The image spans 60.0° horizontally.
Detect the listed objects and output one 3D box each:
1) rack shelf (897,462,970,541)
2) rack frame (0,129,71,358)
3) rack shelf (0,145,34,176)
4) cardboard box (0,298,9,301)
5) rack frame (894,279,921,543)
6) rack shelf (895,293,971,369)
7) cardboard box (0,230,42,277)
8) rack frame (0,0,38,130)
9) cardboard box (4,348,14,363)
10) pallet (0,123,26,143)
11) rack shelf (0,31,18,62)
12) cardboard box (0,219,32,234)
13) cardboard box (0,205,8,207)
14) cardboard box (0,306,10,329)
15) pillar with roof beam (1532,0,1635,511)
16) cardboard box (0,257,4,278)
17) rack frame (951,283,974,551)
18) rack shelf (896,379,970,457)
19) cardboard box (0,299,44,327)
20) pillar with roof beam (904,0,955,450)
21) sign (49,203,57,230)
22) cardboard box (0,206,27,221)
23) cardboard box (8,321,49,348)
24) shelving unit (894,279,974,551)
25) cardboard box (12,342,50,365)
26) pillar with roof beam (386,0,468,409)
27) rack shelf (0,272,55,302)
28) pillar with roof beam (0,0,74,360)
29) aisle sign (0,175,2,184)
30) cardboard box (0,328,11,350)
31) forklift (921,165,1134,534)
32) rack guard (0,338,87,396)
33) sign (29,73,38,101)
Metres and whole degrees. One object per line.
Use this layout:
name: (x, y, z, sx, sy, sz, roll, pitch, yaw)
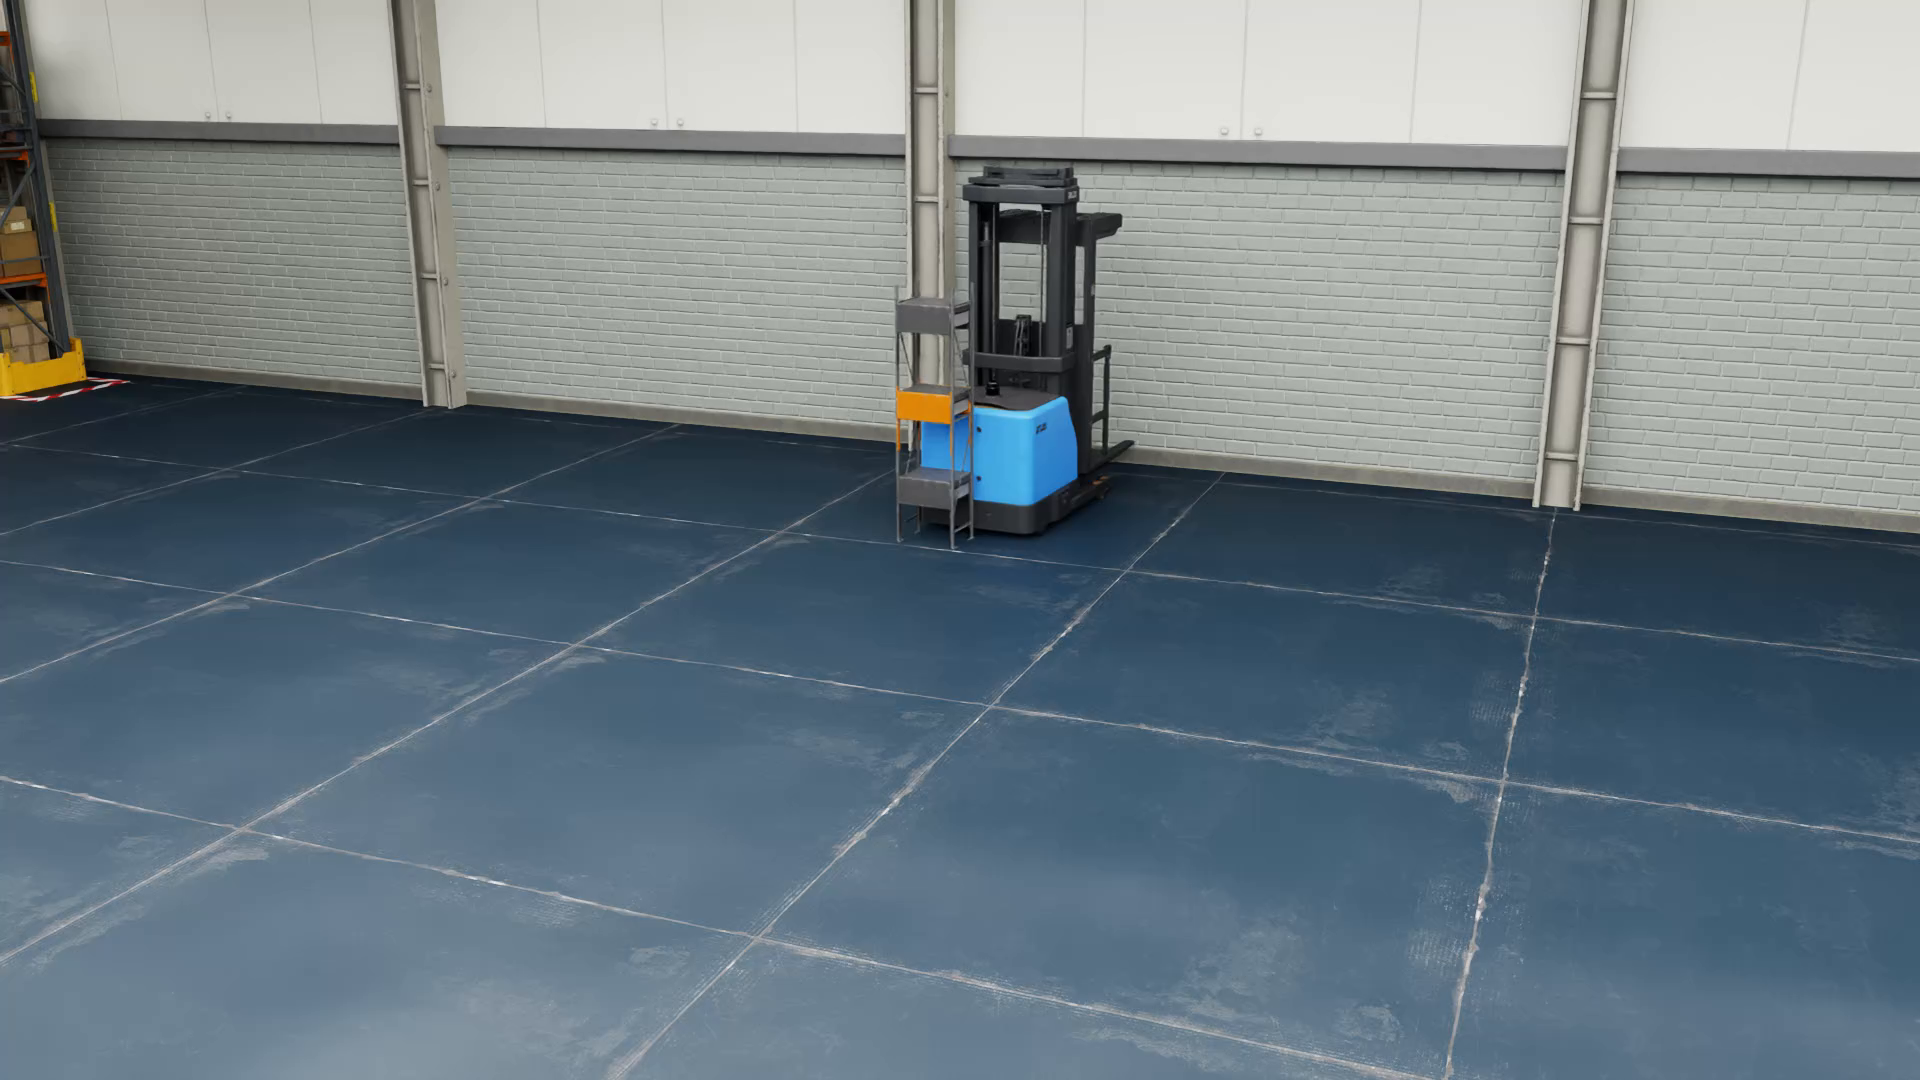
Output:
rack shelf: (-0.201, -0.317, 13.559, 0.480, 0.518, 0.431, 8, 18, 24)
rack frame: (-11.132, -3.292, 19.633, 0.127, 3.000, 1.000, 6, 17, 21)
rack shelf: (-12.992, -4.592, 20.020, 4.000, 0.370, 1.077, 6, 17, 21)
cardboard box: (-11.976, -2.802, 20.329, 0.500, 0.250, 0.500, 6, 17, 21)
rack frame: (-0.421, -1.031, 13.460, 0.015, 2.100, 0.400, 8, 18, 24)
rack shelf: (-0.201, -1.661, 13.169, 0.480, 0.518, 0.431, 8, 18, 24)
cardboard box: (-11.491, -3.463, 20.041, 0.500, 0.500, 0.500, 7, 18, 22)
rack frame: (-11.132, -6.173, 18.796, 0.127, 3.000, 1.000, 6, 17, 21)
cardboard box: (-11.685, -2.139, 19.841, 0.500, 0.250, 0.500, 6, 17, 21)
pallet: (-11.780, -4.769, 19.499, 1.213, 0.211, 1.003, 6, 17, 21)
rack shelf: (-12.992, -5.840, 19.657, 4.000, 0.370, 1.077, 6, 17, 21)
cardboard box: (-11.352, -3.753, 19.880, 0.250, 0.149, 0.380, 6, 17, 19)
cardboard box: (-11.590, -3.927, 19.946, 0.250, 0.149, 0.380, 7, 18, 23)
cardboard box: (-11.675, -2.620, 19.702, 0.500, 0.250, 0.500, 7, 18, 22)
pillar with roof beam: (3.716, -3.520, 9.658, 0.400, 9.000, 9.100, 6, 17, 21)
cardboard box: (-11.686, -3.322, 19.558, 0.500, 0.500, 0.500, 6, 17, 19)
rack frame: (0.020, -0.973, 13.260, 0.015, 2.100, 0.400, 8, 18, 24)
rack shelf: (-0.201, -0.989, 13.364, 0.480, 0.518, 0.431, 8, 18, 24)
cardboard box: (-11.509, -2.752, 20.157, 0.500, 0.250, 0.500, 6, 17, 20)
pillar with roof beam: (-1.865, -4.134, 11.773, 0.400, 9.000, 9.100, 6, 17, 21)
sign: (-10.923, -3.889, 19.995, 0.005, 0.325, 0.100, 6, 17, 21)
cardboard box: (-11.366, -3.884, 19.796, 0.250, 0.149, 0.380, 6, 17, 20)
cardboard box: (-11.493, -2.515, 20.239, 0.500, 0.250, 0.500, 7, 17, 22)
shelving unit: (-0.201, -1.002, 13.360, 0.503, 2.100, 0.431, 8, 18, 24)
cardboard box: (-11.517, -2.274, 20.305, 0.500, 0.250, 0.500, 6, 17, 21)
pillar with roof beam: (-7.447, -4.748, 13.887, 0.400, 9.000, 9.100, 6, 17, 21)
rack shelf: (-12.992, -3.151, 20.438, 4.000, 0.370, 1.077, 6, 17, 21)
pillar with roof beam: (-13.028, -5.361, 16.001, 0.400, 9.000, 9.100, 6, 17, 21)
aisle sign: (-11.178, -4.457, 18.985, 0.004, 0.787, 0.394, 6, 17, 21)
cardboard box: (-11.699, -2.382, 19.780, 0.500, 0.250, 0.500, 6, 17, 20)
forklift: (0.748, -1.819, 14.684, 1.130, 2.935, 3.031, 8, 18, 24)
rack guard: (-11.109, -2.089, 19.973, 0.348, 0.500, 1.175, 6, 17, 21)
sign: (-10.923, -5.334, 19.575, 0.005, 0.325, 0.100, 6, 17, 21)
